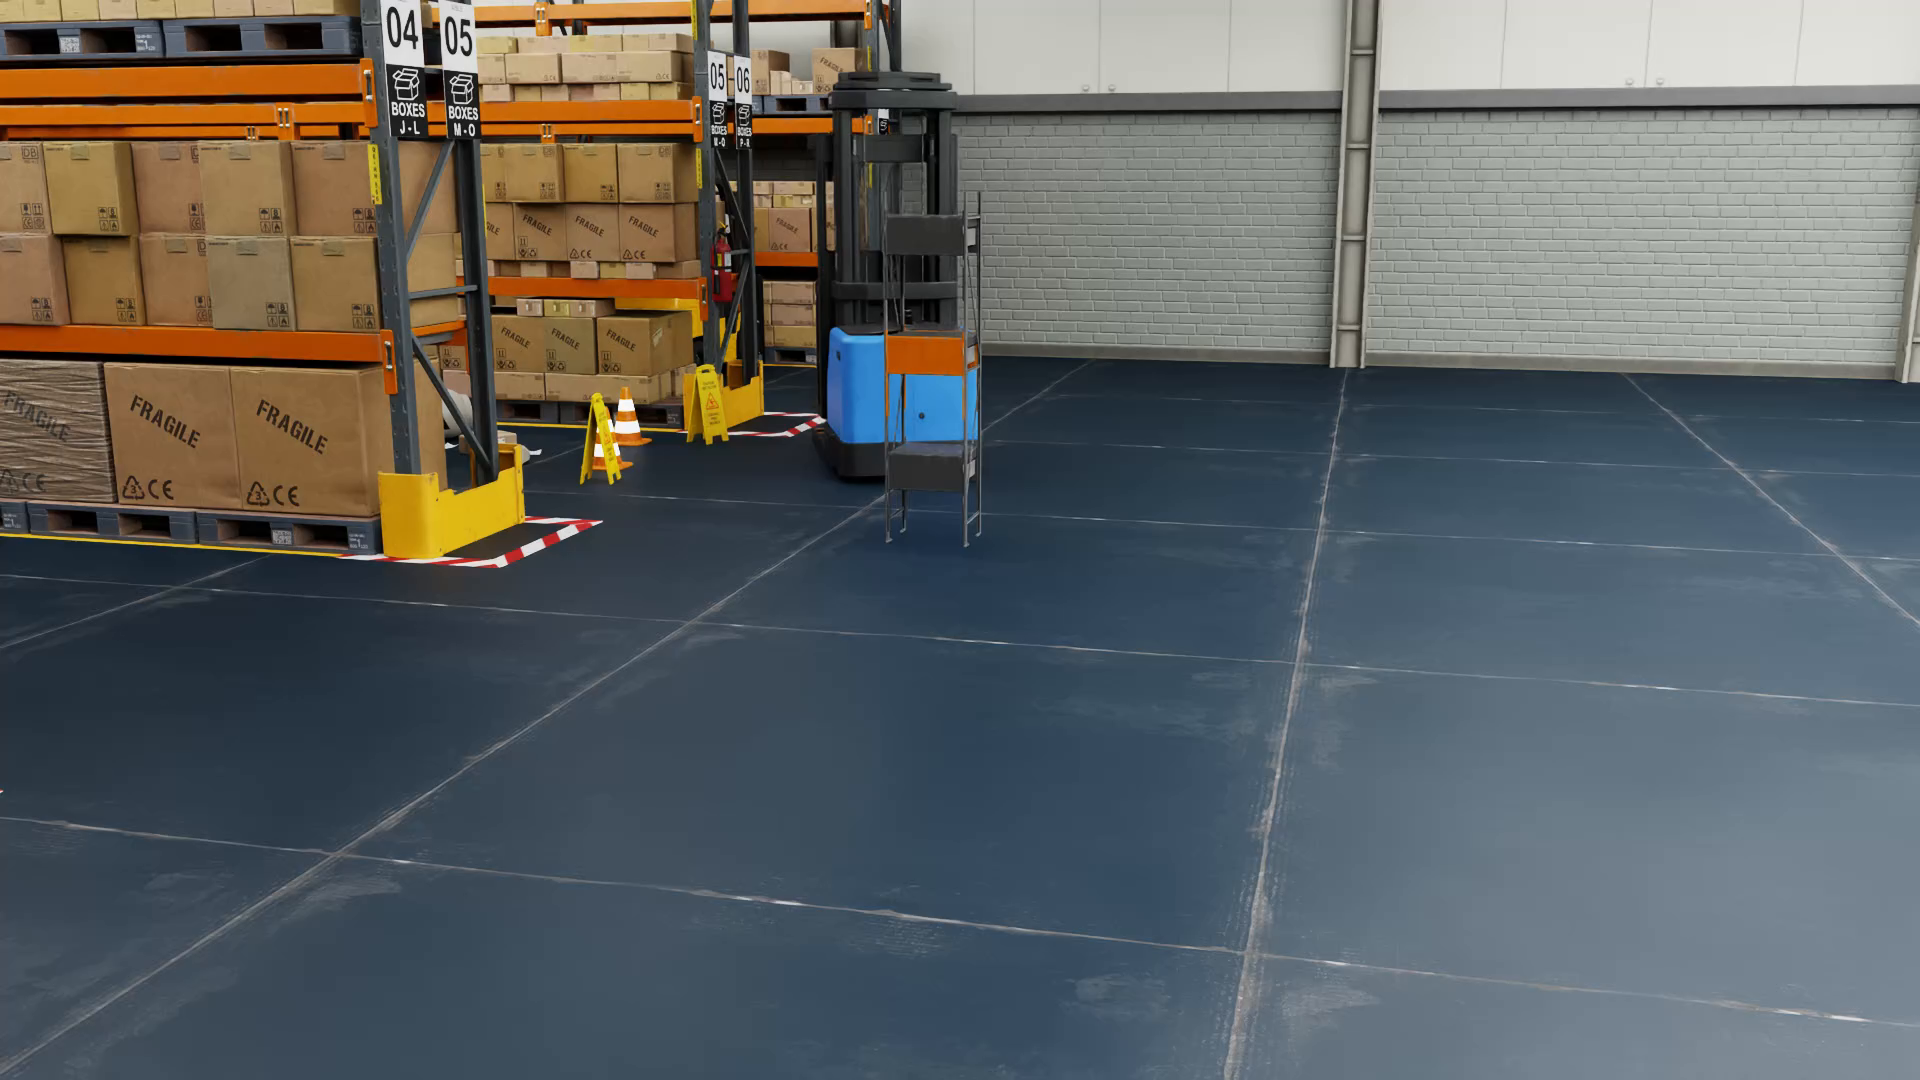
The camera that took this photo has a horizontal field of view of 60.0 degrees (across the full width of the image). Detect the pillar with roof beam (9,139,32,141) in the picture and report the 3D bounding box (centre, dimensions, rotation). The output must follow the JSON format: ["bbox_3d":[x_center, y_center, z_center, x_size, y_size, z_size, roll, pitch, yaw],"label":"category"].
[{"bbox_3d":[-14.003,-6.443,18.497,0.400,9.000,9.100,3,13,14],"label":"pillar with roof beam"}]

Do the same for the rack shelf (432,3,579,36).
[{"bbox_3d":[-6.686,-6.264,20.278,4.000,0.370,1.077,3,13,14],"label":"rack shelf"}]

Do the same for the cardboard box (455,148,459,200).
[{"bbox_3d":[-4.583,-3.285,14.890,0.500,0.500,0.700,3,13,12],"label":"cardboard box"}]

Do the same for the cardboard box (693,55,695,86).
[{"bbox_3d":[-2.471,-4.145,14.726,0.500,0.250,0.500,3,13,13],"label":"cardboard box"}]

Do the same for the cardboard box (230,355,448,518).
[{"bbox_3d":[-3.808,-0.670,10.262,0.875,0.875,0.875,3,13,14],"label":"cardboard box"}]

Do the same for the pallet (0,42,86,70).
[{"bbox_3d":[-6.226,-3.065,10.401,1.213,0.211,1.003,3,13,14],"label":"pallet"}]

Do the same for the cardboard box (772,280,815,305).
[{"bbox_3d":[-1.880,-2.905,19.473,0.500,0.250,0.500,3,13,15],"label":"cardboard box"}]

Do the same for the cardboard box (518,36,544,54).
[{"bbox_3d":[-3.656,-4.301,14.510,0.250,0.149,0.380,3,13,12],"label":"cardboard box"}]

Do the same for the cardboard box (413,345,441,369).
[{"bbox_3d":[-4.899,-1.850,15.296,0.500,0.500,0.500,4,13,16],"label":"cardboard box"}]

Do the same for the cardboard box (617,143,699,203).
[{"bbox_3d":[-2.595,-3.189,14.458,0.500,0.500,0.700,3,13,12],"label":"cardboard box"}]

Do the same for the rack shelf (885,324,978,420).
[{"bbox_3d":[-0.161,-1.020,10.048,0.480,0.518,0.431,3,13,14],"label":"rack shelf"}]

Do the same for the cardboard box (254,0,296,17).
[{"bbox_3d":[-3.783,-3.035,9.444,0.250,0.149,0.380,3,13,14],"label":"cardboard box"}]

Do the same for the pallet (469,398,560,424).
[{"bbox_3d":[-4.081,-1.283,15.528,1.213,0.211,1.003,3,13,14],"label":"pallet"}]

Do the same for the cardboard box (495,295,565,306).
[{"bbox_3d":[-5.253,-2.849,20.661,0.625,0.625,0.875,4,13,16],"label":"cardboard box"}]

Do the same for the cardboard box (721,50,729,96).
[{"bbox_3d":[-2.878,-5.424,19.390,0.637,0.503,0.797,3,13,15],"label":"cardboard box"}]

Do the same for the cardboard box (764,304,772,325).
[{"bbox_3d":[-2.399,-2.688,19.647,0.500,0.250,0.500,3,13,12],"label":"cardboard box"}]

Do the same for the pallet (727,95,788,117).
[{"bbox_3d":[-2.729,-5.097,19.561,1.213,0.211,1.003,3,13,14],"label":"pallet"}]

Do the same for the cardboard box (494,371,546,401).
[{"bbox_3d":[-3.906,-1.429,15.129,0.500,0.250,0.500,3,13,12],"label":"cardboard box"}]

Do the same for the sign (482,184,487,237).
[{"bbox_3d":[-2.995,-2.058,10.404,0.005,0.325,0.100,3,13,14],"label":"sign"}]

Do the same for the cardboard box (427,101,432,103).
[{"bbox_3d":[-4.688,-3.956,14.793,0.250,0.149,0.380,3,13,12],"label":"cardboard box"}]

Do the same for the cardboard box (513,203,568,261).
[{"bbox_3d":[-3.609,-2.745,14.762,0.500,0.500,0.500,3,13,13],"label":"cardboard box"}]

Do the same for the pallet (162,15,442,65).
[{"bbox_3d":[-3.857,-2.938,9.830,1.213,0.211,1.003,3,13,14],"label":"pallet"}]

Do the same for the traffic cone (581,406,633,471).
[{"bbox_3d":[-2.709,-0.788,12.718,0.334,0.463,0.336,3,13,14],"label":"traffic cone"}]

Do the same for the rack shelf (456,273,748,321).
[{"bbox_3d":[-3.988,-2.279,15.243,4.000,0.370,1.077,3,13,14],"label":"rack shelf"}]

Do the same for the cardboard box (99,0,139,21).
[{"bbox_3d":[-4.772,-3.088,9.682,0.250,0.149,0.380,3,13,14],"label":"cardboard box"}]

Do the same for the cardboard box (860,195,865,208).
[{"bbox_3d":[-1.264,-3.895,19.137,0.250,0.149,0.380,3,13,14],"label":"cardboard box"}]

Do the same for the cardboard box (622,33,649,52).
[{"bbox_3d":[-2.687,-4.235,14.209,0.250,0.149,0.380,3,13,15],"label":"cardboard box"}]

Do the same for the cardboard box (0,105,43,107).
[{"bbox_3d":[-8.896,-4.404,16.001,0.500,0.500,0.700,3,13,14],"label":"cardboard box"}]

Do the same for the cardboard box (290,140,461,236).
[{"bbox_3d":[-3.485,-2.108,9.972,0.550,0.550,0.875,3,13,14],"label":"cardboard box"}]

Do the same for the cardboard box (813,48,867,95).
[{"bbox_3d":[-1.349,-5.309,18.883,0.500,0.500,0.500,3,13,15],"label":"cardboard box"}]

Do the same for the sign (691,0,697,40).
[{"bbox_3d":[-2.199,-4.308,13.755,0.005,0.325,0.100,3,13,14],"label":"sign"}]

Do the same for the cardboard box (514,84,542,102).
[{"bbox_3d":[-3.696,-3.901,14.544,0.250,0.149,0.380,3,13,12],"label":"cardboard box"}]

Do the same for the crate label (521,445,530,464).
[{"bbox_3d":[-3.487,-0.657,12.879,0.298,0.136,0.250,-4,13,-16],"label":"crate label"}]

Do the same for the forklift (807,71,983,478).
[{"bbox_3d":[-0.608,-2.155,13.179,1.130,2.935,3.031,-2,13,-10],"label":"forklift"}]

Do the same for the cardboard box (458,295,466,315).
[{"bbox_3d":[-4.553,-2.134,15.075,0.250,0.149,0.380,4,13,17],"label":"cardboard box"}]

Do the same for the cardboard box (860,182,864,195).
[{"bbox_3d":[-1.259,-4.056,19.173,0.250,0.149,0.380,3,13,14],"label":"cardboard box"}]

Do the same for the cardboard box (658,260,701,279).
[{"bbox_3d":[-2.461,-2.379,14.609,0.250,0.149,0.380,4,13,15],"label":"cardboard box"}]

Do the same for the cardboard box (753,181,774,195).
[{"bbox_3d":[-2.270,-4.089,19.322,0.250,0.149,0.380,3,13,15],"label":"cardboard box"}]

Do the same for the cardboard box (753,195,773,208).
[{"bbox_3d":[-2.265,-3.948,19.374,0.250,0.149,0.380,3,13,12],"label":"cardboard box"}]

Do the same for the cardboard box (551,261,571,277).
[{"bbox_3d":[-3.449,-2.436,14.868,0.250,0.149,0.380,3,13,14],"label":"cardboard box"}]

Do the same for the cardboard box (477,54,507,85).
[{"bbox_3d":[-4.092,-4.111,14.572,0.500,0.250,0.500,3,13,14],"label":"cardboard box"}]

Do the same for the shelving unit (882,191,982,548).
[{"bbox_3d":[-0.161,-1.034,10.045,0.503,2.100,0.431,3,13,14],"label":"shelving unit"}]

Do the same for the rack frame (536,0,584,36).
[{"bbox_3d":[-4.744,-6.707,19.689,0.127,3.000,1.000,3,13,14],"label":"rack frame"}]

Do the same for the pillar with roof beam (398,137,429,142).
[{"bbox_3d":[-8.177,-6.131,17.093,0.400,9.000,9.100,3,13,14],"label":"pillar with roof beam"}]

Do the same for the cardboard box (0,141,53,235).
[{"bbox_3d":[-5.615,-2.201,10.390,0.550,0.550,0.875,3,13,14],"label":"cardboard box"}]

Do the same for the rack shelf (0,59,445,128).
[{"bbox_3d":[-5.076,-2.698,10.203,4.000,0.370,1.077,3,13,14],"label":"rack shelf"}]

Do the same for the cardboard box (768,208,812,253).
[{"bbox_3d":[-1.903,-3.619,19.388,0.500,0.500,0.500,3,13,15],"label":"cardboard box"}]

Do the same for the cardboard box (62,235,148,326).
[{"bbox_3d":[-5.083,-1.662,10.452,0.500,0.550,0.875,3,13,14],"label":"cardboard box"}]

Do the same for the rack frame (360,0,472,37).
[{"bbox_3d":[-3.134,-4.409,9.332,0.127,3.000,1.000,3,13,14],"label":"rack frame"}]

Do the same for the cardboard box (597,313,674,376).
[{"bbox_3d":[-2.887,-1.742,14.808,0.500,0.500,0.500,3,13,14],"label":"cardboard box"}]

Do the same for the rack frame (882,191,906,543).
[{"bbox_3d":[-0.398,-1.046,10.102,0.015,2.100,0.400,3,13,14],"label":"rack frame"}]

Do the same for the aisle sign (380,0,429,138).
[{"bbox_3d":[-3.137,-2.683,9.399,0.004,0.787,0.394,3,13,14],"label":"aisle sign"}]

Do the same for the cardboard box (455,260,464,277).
[{"bbox_3d":[-4.461,-2.460,14.974,0.250,0.149,0.380,3,13,14],"label":"cardboard box"}]

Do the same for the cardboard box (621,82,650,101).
[{"bbox_3d":[-2.709,-3.834,14.245,0.250,0.149,0.380,3,13,14],"label":"cardboard box"}]
